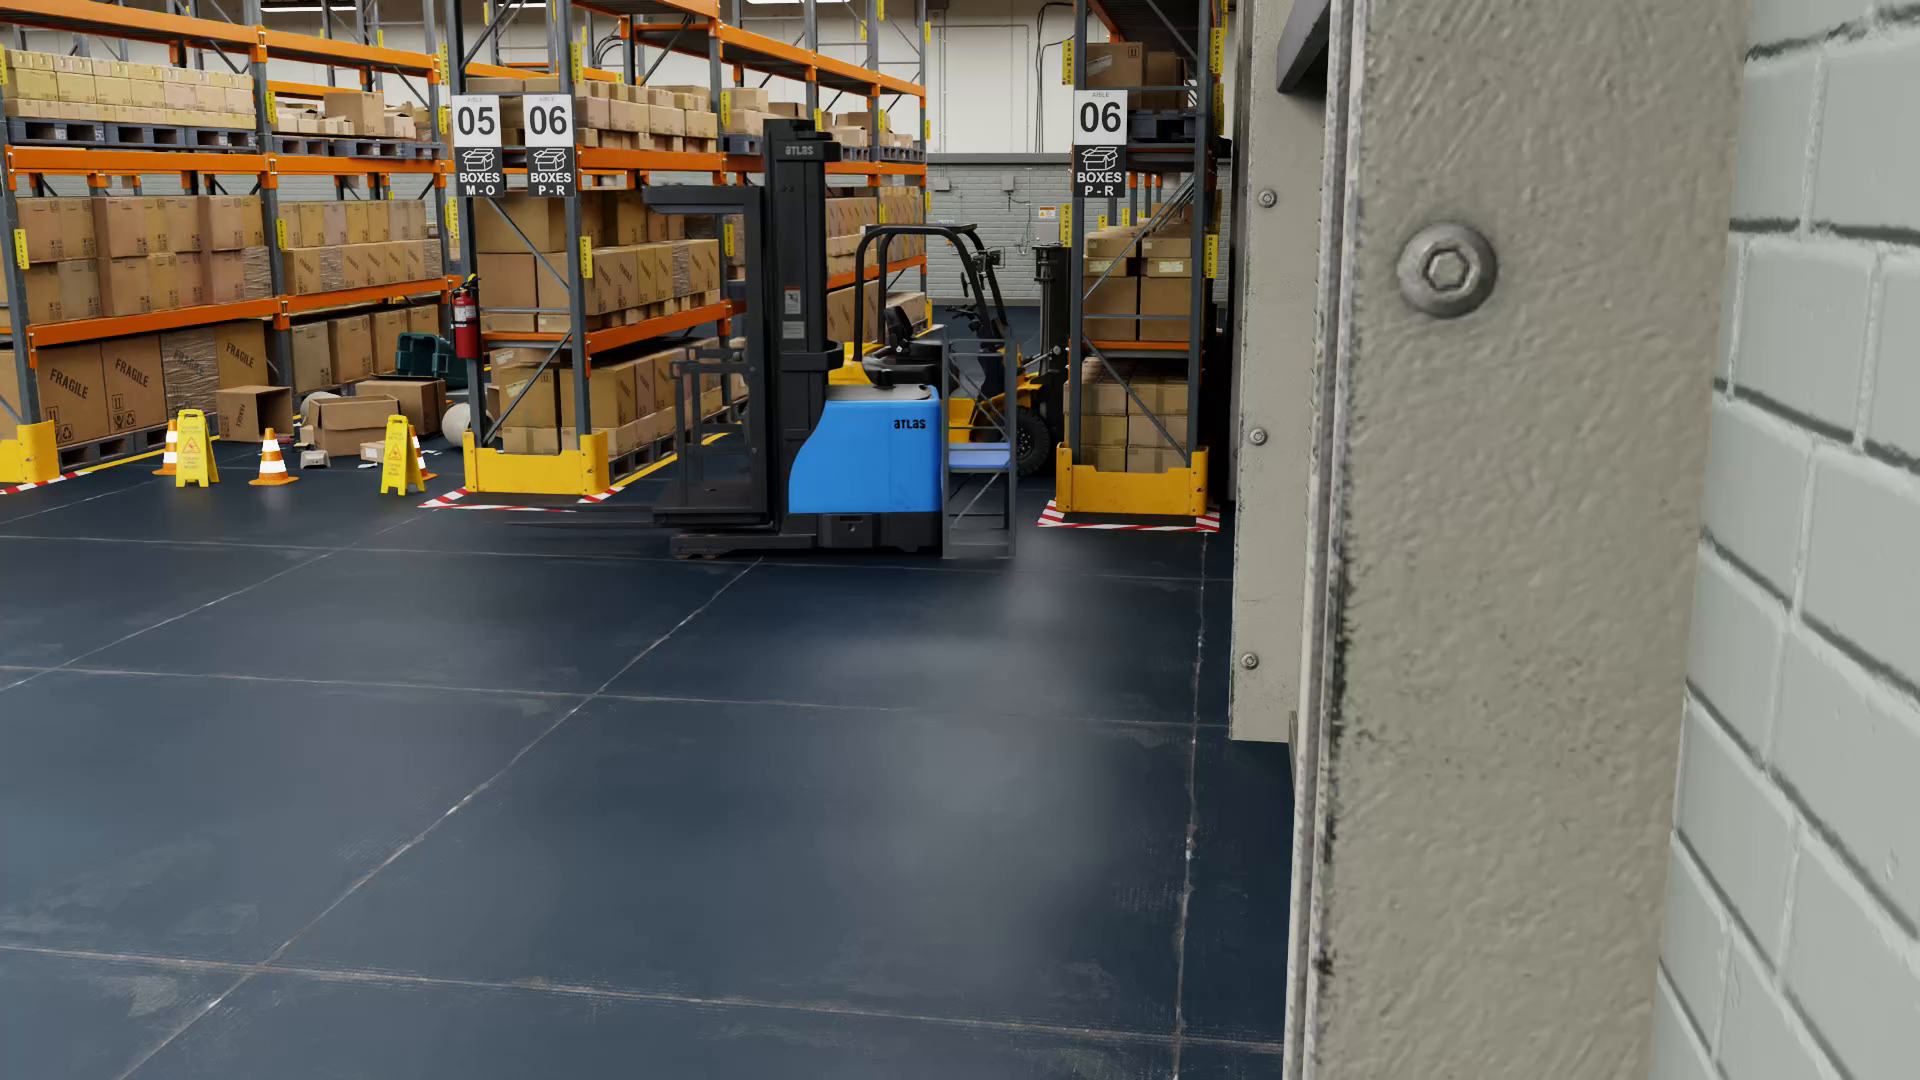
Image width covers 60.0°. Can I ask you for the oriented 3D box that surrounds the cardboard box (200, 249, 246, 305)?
[{"bbox_3d":[-7.950,-2.725,17.160,0.875,0.550,0.550,2,12,9],"label":"cardboard box"}]

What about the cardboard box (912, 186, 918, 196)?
[{"bbox_3d":[-0.919,-5.866,27.942,0.380,0.149,0.250,2,12,8],"label":"cardboard box"}]

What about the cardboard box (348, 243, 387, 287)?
[{"bbox_3d":[-7.261,-3.308,19.986,0.500,0.500,0.500,2,12,10],"label":"cardboard box"}]

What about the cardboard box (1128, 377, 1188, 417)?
[{"bbox_3d":[1.615,-1.156,13.392,0.500,0.250,0.500,2,12,8],"label":"cardboard box"}]

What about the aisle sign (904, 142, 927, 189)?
[{"bbox_3d":[-0.773,-6.478,28.762,0.394,0.787,0.004,2,12,9],"label":"aisle sign"}]

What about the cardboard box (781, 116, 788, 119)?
[{"bbox_3d":[-2.476,-4.855,20.045,0.700,0.500,0.500,2,12,9],"label":"cardboard box"}]

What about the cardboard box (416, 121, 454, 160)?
[{"bbox_3d":[-6.877,-5.302,22.118,0.500,0.500,0.500,2,12,9],"label":"cardboard box"}]

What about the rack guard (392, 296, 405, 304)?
[{"bbox_3d":[-10.879,-4.307,30.790,1.175,0.500,0.348,2,12,9],"label":"rack guard"}]

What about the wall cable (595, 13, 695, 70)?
[{"bbox_3d":[-6.607,-11.094,34.476,2.277,5.999,0.120,2,12,9],"label":"wall cable"}]

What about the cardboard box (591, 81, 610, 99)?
[{"bbox_3d":[-3.172,-3.775,13.976,0.380,0.149,0.250,2,12,9],"label":"cardboard box"}]

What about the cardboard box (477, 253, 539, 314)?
[{"bbox_3d":[-3.740,-2.188,14.082,0.500,0.500,0.500,2,12,8],"label":"cardboard box"}]

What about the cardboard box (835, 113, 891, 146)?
[{"bbox_3d":[-1.530,-6.422,26.075,0.797,0.503,0.637,3,12,13],"label":"cardboard box"}]

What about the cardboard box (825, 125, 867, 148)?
[{"bbox_3d":[-1.633,-5.808,23.916,0.500,0.311,0.500,2,12,9],"label":"cardboard box"}]

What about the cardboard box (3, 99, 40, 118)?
[{"bbox_3d":[-8.088,-3.670,14.144,0.380,0.149,0.250,2,12,9],"label":"cardboard box"}]

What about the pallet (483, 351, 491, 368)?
[{"bbox_3d":[-7.106,-2.476,22.981,1.003,0.211,1.213,2,12,9],"label":"pallet"}]

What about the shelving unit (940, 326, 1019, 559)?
[{"bbox_3d":[0.125,-0.712,11.737,0.538,1.500,1.048,0,12,-1],"label":"shelving unit"}]

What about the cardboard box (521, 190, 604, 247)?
[{"bbox_3d":[-3.626,-2.883,14.933,0.700,0.500,0.500,2,12,8],"label":"cardboard box"}]

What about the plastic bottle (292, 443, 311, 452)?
[{"bbox_3d":[-6.336,-0.896,16.006,0.133,0.061,0.283,-2,12,-11],"label":"plastic bottle"}]

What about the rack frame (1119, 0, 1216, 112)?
[{"bbox_3d":[1.969,-5.477,16.048,1.000,3.000,0.127,2,12,9],"label":"rack frame"}]

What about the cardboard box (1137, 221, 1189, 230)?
[{"bbox_3d":[2.653,-3.979,22.093,0.797,0.503,0.637,2,12,7],"label":"cardboard box"}]

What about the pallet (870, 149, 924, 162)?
[{"bbox_3d":[-1.194,-6.471,27.989,1.003,0.211,1.213,2,12,9],"label":"pallet"}]

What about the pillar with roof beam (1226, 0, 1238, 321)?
[{"bbox_3d":[0.866,-8.647,30.755,9.100,9.000,0.400,2,12,9],"label":"pillar with roof beam"}]

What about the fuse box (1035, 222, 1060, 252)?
[{"bbox_3d":[1.807,-5.649,34.142,0.539,1.711,0.414,2,12,9],"label":"fuse box"}]

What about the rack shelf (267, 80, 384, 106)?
[{"bbox_3d":[-11.190,-7.493,28.057,1.077,0.370,4.000,2,12,9],"label":"rack shelf"}]

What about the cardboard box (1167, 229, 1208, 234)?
[{"bbox_3d":[2.075,-2.766,15.223,0.380,0.149,0.250,2,12,8],"label":"cardboard box"}]

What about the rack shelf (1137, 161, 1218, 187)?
[{"bbox_3d":[2.892,-4.908,22.235,1.077,0.370,4.000,2,12,9],"label":"rack shelf"}]

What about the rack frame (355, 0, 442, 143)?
[{"bbox_3d":[-7.227,-6.609,21.301,1.000,3.000,0.127,2,12,9],"label":"rack frame"}]

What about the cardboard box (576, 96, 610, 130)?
[{"bbox_3d":[-3.210,-3.506,13.673,0.500,0.250,0.500,2,12,8],"label":"cardboard box"}]

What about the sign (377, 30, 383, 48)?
[{"bbox_3d":[-10.348,-8.931,29.669,0.100,0.325,0.005,2,12,9],"label":"sign"}]

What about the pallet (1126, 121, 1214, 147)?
[{"bbox_3d":[1.864,-3.789,15.545,1.003,0.211,1.213,2,12,9],"label":"pallet"}]

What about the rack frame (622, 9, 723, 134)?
[{"bbox_3d":[-2.936,-5.637,16.790,1.000,3.000,0.127,2,12,9],"label":"rack frame"}]

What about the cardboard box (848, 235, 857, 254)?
[{"bbox_3d":[-1.738,-4.122,23.168,0.500,0.250,0.500,2,12,10],"label":"cardboard box"}]

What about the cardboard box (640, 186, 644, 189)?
[{"bbox_3d":[-5.822,-5.922,29.033,0.500,0.500,0.500,2,12,7],"label":"cardboard box"}]

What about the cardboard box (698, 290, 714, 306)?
[{"bbox_3d":[-2.716,-2.453,16.850,0.380,0.149,0.250,2,12,10],"label":"cardboard box"}]

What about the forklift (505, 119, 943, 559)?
[{"bbox_3d":[-1.645,-1.416,11.608,3.031,2.935,1.130,-1,12,-3],"label":"forklift"}]

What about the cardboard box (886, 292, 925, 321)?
[{"bbox_3d":[-1.093,-4.015,28.586,0.875,0.438,0.875,1,12,7],"label":"cardboard box"}]

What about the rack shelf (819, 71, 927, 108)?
[{"bbox_3d":[-1.398,-7.172,26.567,1.077,0.370,4.000,2,12,9],"label":"rack shelf"}]

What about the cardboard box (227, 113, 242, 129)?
[{"bbox_3d":[-7.621,-4.303,17.081,0.380,0.149,0.250,2,12,10],"label":"cardboard box"}]

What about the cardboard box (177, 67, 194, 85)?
[{"bbox_3d":[-7.739,-4.534,16.260,0.380,0.149,0.250,2,12,9],"label":"cardboard box"}]

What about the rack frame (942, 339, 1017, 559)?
[{"bbox_3d":[0.131,-0.605,11.240,0.500,1.500,0.032,0,12,-1],"label":"rack frame"}]

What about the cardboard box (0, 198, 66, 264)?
[{"bbox_3d":[-8.362,-2.688,14.428,0.875,0.550,0.550,2,12,9],"label":"cardboard box"}]

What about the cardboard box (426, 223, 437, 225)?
[{"bbox_3d":[-7.486,-4.329,23.148,0.380,0.149,0.250,2,12,10],"label":"cardboard box"}]

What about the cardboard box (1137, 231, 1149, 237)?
[{"bbox_3d":[1.487,-2.676,14.806,0.380,0.149,0.250,2,12,9],"label":"cardboard box"}]

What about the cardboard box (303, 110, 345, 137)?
[{"bbox_3d":[-7.712,-4.999,19.925,0.500,0.311,0.500,2,12,8],"label":"cardboard box"}]

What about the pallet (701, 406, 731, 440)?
[{"bbox_3d":[-3.004,-1.200,17.062,1.003,0.211,1.213,2,12,9],"label":"pallet"}]

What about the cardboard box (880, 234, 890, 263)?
[{"bbox_3d":[-1.375,-4.508,25.553,0.500,0.500,0.500,2,12,11],"label":"cardboard box"}]

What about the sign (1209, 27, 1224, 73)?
[{"bbox_3d":[1.902,-3.625,12.310,0.100,0.325,0.005,2,12,9],"label":"sign"}]

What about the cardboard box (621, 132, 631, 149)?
[{"bbox_3d":[-3.102,-3.493,14.558,0.380,0.149,0.250,1,12,7],"label":"cardboard box"}]

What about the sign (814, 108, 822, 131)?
[{"bbox_3d":[-1.785,-5.238,20.832,0.100,0.325,0.005,2,12,9],"label":"sign"}]

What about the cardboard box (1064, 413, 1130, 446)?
[{"bbox_3d":[1.120,-0.929,13.526,0.500,0.250,0.500,2,12,8],"label":"cardboard box"}]

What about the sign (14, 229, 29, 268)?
[{"bbox_3d":[-7.910,-2.454,14.016,0.100,0.325,0.005,2,12,9],"label":"sign"}]

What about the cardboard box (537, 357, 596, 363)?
[{"bbox_3d":[-3.609,-1.383,15.043,0.500,0.500,0.500,2,12,11],"label":"cardboard box"}]
